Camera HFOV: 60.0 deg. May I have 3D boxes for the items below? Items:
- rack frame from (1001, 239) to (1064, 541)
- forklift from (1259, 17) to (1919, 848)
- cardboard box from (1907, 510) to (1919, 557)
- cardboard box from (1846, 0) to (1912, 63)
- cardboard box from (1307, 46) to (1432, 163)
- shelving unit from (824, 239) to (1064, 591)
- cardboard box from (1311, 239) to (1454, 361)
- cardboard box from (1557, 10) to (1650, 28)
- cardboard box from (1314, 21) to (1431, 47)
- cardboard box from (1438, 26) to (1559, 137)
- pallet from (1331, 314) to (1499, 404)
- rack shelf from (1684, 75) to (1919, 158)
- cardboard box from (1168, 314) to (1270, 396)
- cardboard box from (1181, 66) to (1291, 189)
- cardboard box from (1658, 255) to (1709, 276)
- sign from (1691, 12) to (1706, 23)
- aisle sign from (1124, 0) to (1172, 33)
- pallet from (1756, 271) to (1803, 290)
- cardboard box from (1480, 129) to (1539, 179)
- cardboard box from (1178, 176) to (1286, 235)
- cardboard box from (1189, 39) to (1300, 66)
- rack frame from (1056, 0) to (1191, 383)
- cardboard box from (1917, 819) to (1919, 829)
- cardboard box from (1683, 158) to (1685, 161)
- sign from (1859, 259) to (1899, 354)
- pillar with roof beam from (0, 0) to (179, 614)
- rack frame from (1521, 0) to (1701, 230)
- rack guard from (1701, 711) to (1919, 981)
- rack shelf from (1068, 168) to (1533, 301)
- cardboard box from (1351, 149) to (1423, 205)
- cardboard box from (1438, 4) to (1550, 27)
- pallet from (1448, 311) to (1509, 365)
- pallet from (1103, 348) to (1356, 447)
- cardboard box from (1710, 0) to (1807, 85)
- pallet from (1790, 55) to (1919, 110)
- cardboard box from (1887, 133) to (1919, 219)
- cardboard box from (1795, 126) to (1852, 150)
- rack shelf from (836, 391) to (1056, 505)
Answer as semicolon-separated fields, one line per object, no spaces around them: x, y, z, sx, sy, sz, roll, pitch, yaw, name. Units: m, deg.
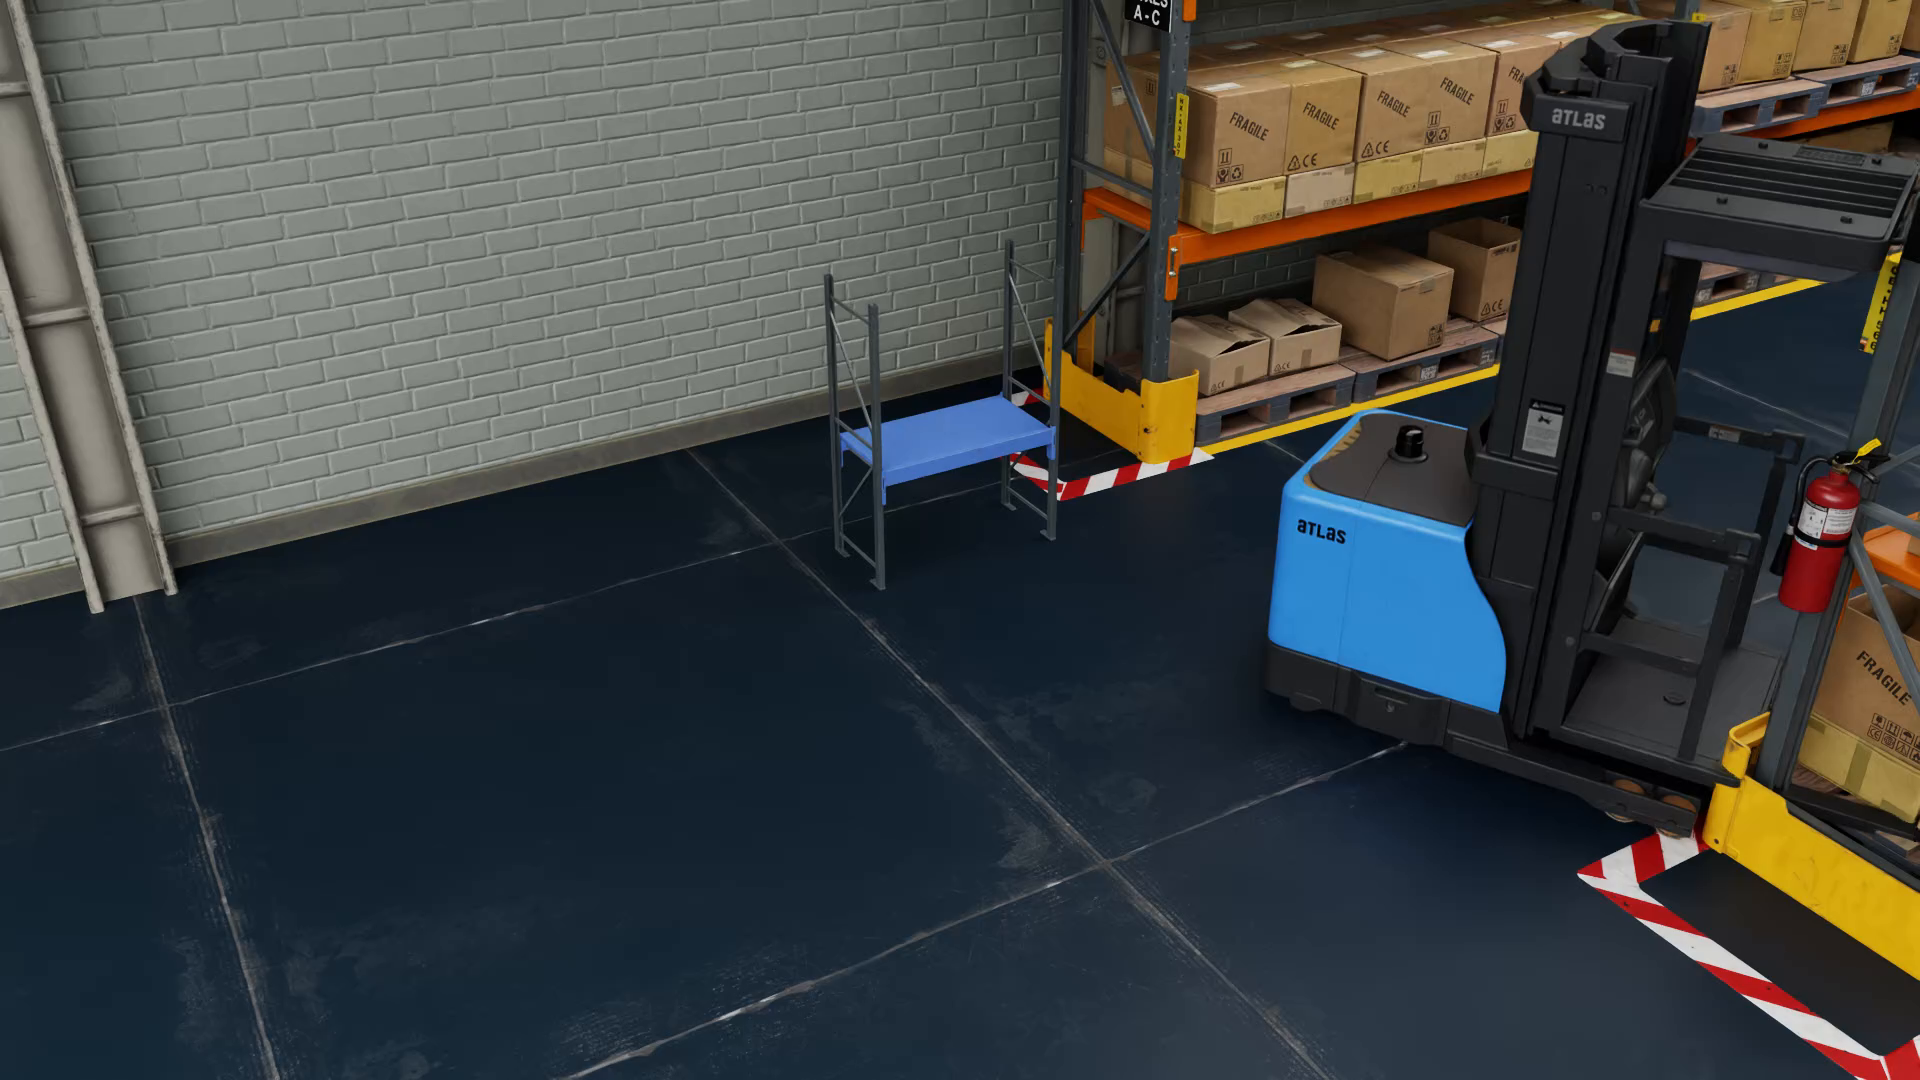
0.365;-0.760;8.575;0.032;1.500;0.500;-16;33;-26;rack frame
2.863;-0.392;6.427;3.031;2.935;1.130;17;33;28;forklift
3.795;-0.093;5.710;0.500;0.500;0.700;-16;33;-26;cardboard box
6.308;-3.764;11.907;0.500;0.500;0.700;-16;33;-26;cardboard box
2.317;-2.507;9.546;0.500;0.500;0.500;-17;33;-28;cardboard box
-0.074;-0.636;8.350;1.048;1.500;0.538;-16;33;-26;shelving unit
2.665;-1.531;10.552;0.500;0.500;0.700;-18;34;-29;cardboard box
4.071;-3.009;10.456;0.500;0.500;0.500;-16;33;-26;cardboard box
2.489;-2.849;10.166;0.500;0.500;0.500;-15;32;-26;cardboard box
3.204;-2.765;10.015;0.500;0.500;0.500;-17;33;-28;cardboard box
2.708;-1.281;10.853;1.213;0.211;1.003;-16;33;-26;pallet
6.046;-3.157;12.110;4.000;0.370;1.077;-16;33;-26;rack shelf
1.515;-1.150;10.057;0.500;0.311;0.500;-20;35;-32;cardboard box
1.437;-2.266;9.110;0.500;0.500;0.500;-16;33;-26;cardboard box
4.948;-2.267;11.886;0.500;0.500;0.700;-15;32;-25;cardboard box
4.604;-3.137;10.434;0.005;0.325;0.100;-16;33;-26;sign
0.963;-2.998;8.388;0.004;0.787;0.394;-16;33;-26;aisle sign
6.046;-2.253;12.614;1.213;0.211;1.003;-16;33;-26;pallet
3.208;-2.435;10.192;0.500;0.250;0.500;-16;33;-27;cardboard box
1.455;-1.933;9.283;0.500;0.250;0.500;-17;33;-28;cardboard box
1.611;-2.597;9.710;0.500;0.500;0.500;-15;32;-26;cardboard box
0.873;-2.003;9.275;0.127;3.000;1.000;-16;33;-26;rack frame
3.961;1.041;6.170;0.500;0.250;0.500;-16;33;-26;cardboard box
5.326;-2.705;11.902;0.500;0.250;0.500;-17;33;-27;cardboard box
3.123;-0.780;5.616;0.005;0.325;0.100;-16;33;-26;sign
-1.953;-1.899;2.878;0.400;9.000;9.100;-16;33;-26;pillar with roof beam
4.322;-2.982;11.049;0.127;3.000;1.000;-16;33;-26;rack frame
3.365;1.160;6.130;0.348;0.500;1.175;-16;33;-26;rack guard
2.598;-2.177;10.336;4.000;0.370;1.077;-16;33;-26;rack shelf
2.338;-2.188;9.745;0.500;0.250;0.500;-16;33;-27;cardboard box
3.363;-3.100;10.622;0.500;0.500;0.500;-16;33;-27;cardboard box
3.761;-1.582;11.398;1.213;0.211;1.003;-16;33;-26;pallet
1.657;-0.985;10.316;1.213;0.211;1.003;-16;33;-26;pallet
5.264;-3.463;11.361;0.500;0.500;0.700;-12;31;-21;cardboard box
6.085;-3.375;11.961;1.213;0.211;1.003;-16;33;-26;pallet
7.176;-2.861;12.962;0.500;0.500;0.700;-15;32;-26;cardboard box
6.212;-2.948;12.343;0.500;0.250;0.500;-16;33;-27;cardboard box
-0.074;-0.478;8.437;1.000;0.185;0.538;-16;33;-26;rack shelf
